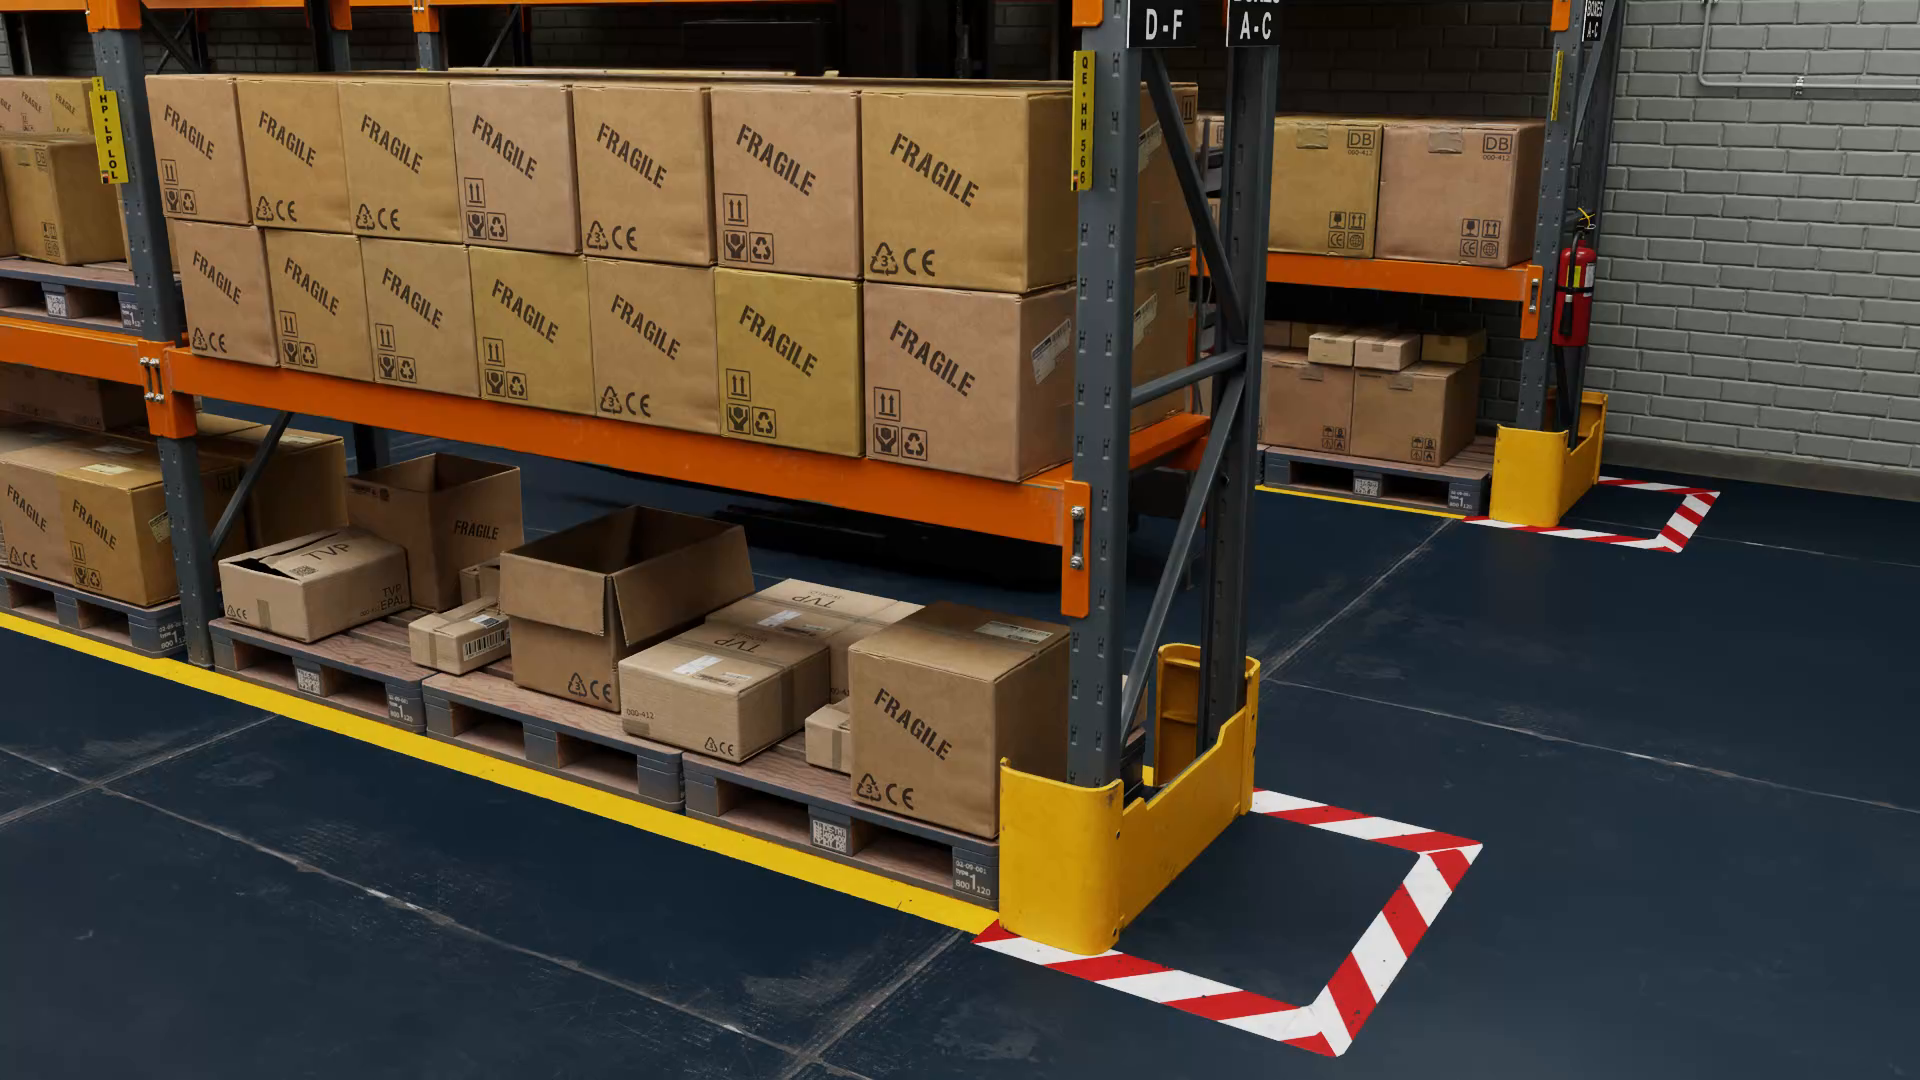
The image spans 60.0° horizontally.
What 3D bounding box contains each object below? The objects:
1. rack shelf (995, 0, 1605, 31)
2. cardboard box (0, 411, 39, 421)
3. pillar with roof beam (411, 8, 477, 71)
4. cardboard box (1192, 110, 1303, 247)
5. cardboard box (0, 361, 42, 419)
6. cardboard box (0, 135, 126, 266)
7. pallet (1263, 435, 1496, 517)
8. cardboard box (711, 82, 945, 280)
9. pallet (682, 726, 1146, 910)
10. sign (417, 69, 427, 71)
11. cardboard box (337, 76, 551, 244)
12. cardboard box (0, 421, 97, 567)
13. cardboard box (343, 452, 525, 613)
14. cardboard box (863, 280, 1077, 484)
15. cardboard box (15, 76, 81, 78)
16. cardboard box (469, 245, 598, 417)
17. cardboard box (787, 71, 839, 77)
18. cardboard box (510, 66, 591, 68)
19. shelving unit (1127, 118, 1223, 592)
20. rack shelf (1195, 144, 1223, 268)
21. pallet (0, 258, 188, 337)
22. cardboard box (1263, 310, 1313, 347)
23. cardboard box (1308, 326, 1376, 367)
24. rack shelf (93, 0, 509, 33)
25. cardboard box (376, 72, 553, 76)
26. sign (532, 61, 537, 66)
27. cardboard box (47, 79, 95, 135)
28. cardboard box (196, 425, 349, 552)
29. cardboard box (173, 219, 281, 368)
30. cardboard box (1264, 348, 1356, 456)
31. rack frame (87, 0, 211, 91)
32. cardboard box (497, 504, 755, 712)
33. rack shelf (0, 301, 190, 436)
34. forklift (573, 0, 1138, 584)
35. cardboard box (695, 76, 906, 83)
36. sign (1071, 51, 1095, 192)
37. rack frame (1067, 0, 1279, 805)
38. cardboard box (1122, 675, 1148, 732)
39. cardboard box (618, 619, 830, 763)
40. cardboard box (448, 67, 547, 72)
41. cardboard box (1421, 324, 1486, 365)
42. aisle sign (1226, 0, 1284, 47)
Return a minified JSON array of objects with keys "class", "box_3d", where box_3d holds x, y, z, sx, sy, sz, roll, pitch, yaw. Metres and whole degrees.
[{"class":"rack shelf","box_3d":[1.489,-3.060,9.372,4.000,0.370,1.077,10,20,30]},{"class":"cardboard box","box_3d":[-4.402,-0.428,8.173,0.500,0.500,0.500,9,19,28]},{"class":"pillar with roof beam","box_3d":[-6.532,-5.098,9.682,0.400,9.000,9.100,10,20,30]},{"class":"cardboard box","box_3d":[1.483,-2.110,9.650,0.700,0.700,0.980,9,19,27]},{"class":"cardboard box","box_3d":[-4.369,-0.782,8.047,0.500,0.250,0.500,10,19,29]},{"class":"cardboard box","box_3d":[-3.710,-1.511,7.301,0.500,0.500,0.700,14,22,39]},{"class":"pallet","box_3d":[2.471,-0.433,9.444,1.213,0.211,1.003,10,20,30]},{"class":"cardboard box","box_3d":[-0.350,-1.040,4.753,0.500,0.500,0.500,11,20,32]},{"class":"pallet","box_3d":[-0.141,0.764,5.503,1.213,0.211,1.003,10,20,30]},{"class":"sign","box_3d":[-3.900,-3.262,12.104,0.005,0.325,0.100,10,20,30]},{"class":"cardboard box","box_3d":[-1.673,-1.274,5.523,0.500,0.500,0.500,9,19,28]},{"class":"cardboard box","box_3d":[-4.219,-0.218,7.483,0.500,0.500,0.500,10,20,31]},{"class":"cardboard box","box_3d":[-2.171,-0.044,6.910,0.500,0.500,0.500,10,20,30]},{"class":"cardboard box","box_3d":[0.080,-0.486,4.649,0.500,0.500,0.500,11,20,32]},{"class":"cardboard box","box_3d":[-8.632,-4.143,15.794,0.500,0.500,0.500,10,20,31]},{"class":"cardboard box","box_3d":[-1.216,-0.718,5.413,0.500,0.500,0.500,10,19,29]},{"class":"cardboard box","box_3d":[-0.747,-2.840,10.561,0.500,0.250,0.500,11,20,31]},{"class":"cardboard box","box_3d":[-3.102,-3.436,12.523,0.500,0.250,0.500,11,20,32]},{"class":"shelving unit","box_3d":[0.919,-0.851,7.571,0.503,2.100,0.431,9,19,28]},{"class":"rack shelf","box_3d":[0.919,-1.508,7.372,0.480,0.518,0.431,9,19,28]},{"class":"pallet","box_3d":[-3.428,-1.103,7.181,1.213,0.211,1.003,10,20,30]},{"class":"cardboard box","box_3d":[1.893,-1.246,9.785,0.250,0.149,0.380,10,20,31]},{"class":"cardboard box","box_3d":[2.121,-1.075,9.222,0.250,0.149,0.380,11,20,32]},{"class":"rack shelf","box_3d":[-5.328,-4.277,13.378,4.000,0.370,1.077,10,20,30]},{"class":"cardboard box","box_3d":[-1.800,-1.482,6.208,0.500,0.500,0.500,10,19,29]},{"class":"sign","box_3d":[-3.336,-3.574,12.994,0.005,0.325,0.100,10,20,30]},{"class":"cardboard box","box_3d":[-7.597,-3.782,14.606,0.500,0.500,0.500,10,20,30]},{"class":"cardboard box","box_3d":[-3.089,-0.195,7.405,0.500,0.500,0.500,9,19,28]},{"class":"cardboard box","box_3d":[-2.513,-0.949,6.173,0.500,0.500,0.500,11,20,31]},{"class":"cardboard box","box_3d":[2.118,-0.828,9.524,0.500,0.500,0.700,10,20,30]},{"class":"rack frame","box_3d":[-7.032,-3.490,14.711,0.127,3.000,1.000,10,20,30]},{"class":"cardboard box","box_3d":[-1.201,0.222,6.027,0.637,0.503,0.797,10,20,30]},{"class":"rack shelf","box_3d":[-4.509,-1.006,7.770,4.000,0.370,1.077,10,20,30]},{"class":"forklift","box_3d":[-0.645,-1.493,8.253,3.031,2.935,1.130,9,19,28]},{"class":"cardboard box","box_3d":[-0.509,-1.252,5.449,0.500,0.500,0.500,10,20,31]},{"class":"sign","box_3d":[0.296,-1.009,4.005,0.005,0.325,0.100,10,20,30]},{"class":"rack frame","box_3d":[0.604,-0.438,4.661,0.127,3.000,1.000,10,20,30]},{"class":"cardboard box","box_3d":[0.427,0.567,5.502,0.250,0.149,0.380,10,20,30]},{"class":"cardboard box","box_3d":[-0.782,0.494,5.569,0.500,0.250,0.500,10,20,30]},{"class":"cardboard box","box_3d":[-3.347,-3.303,12.087,0.500,0.250,0.500,11,20,31]},{"class":"cardboard box","box_3d":[2.756,-1.093,9.280,0.250,0.149,0.380,10,20,30]},{"class":"aisle sign","box_3d":[0.816,-1.744,4.489,0.004,0.787,0.394,10,20,30]}]
